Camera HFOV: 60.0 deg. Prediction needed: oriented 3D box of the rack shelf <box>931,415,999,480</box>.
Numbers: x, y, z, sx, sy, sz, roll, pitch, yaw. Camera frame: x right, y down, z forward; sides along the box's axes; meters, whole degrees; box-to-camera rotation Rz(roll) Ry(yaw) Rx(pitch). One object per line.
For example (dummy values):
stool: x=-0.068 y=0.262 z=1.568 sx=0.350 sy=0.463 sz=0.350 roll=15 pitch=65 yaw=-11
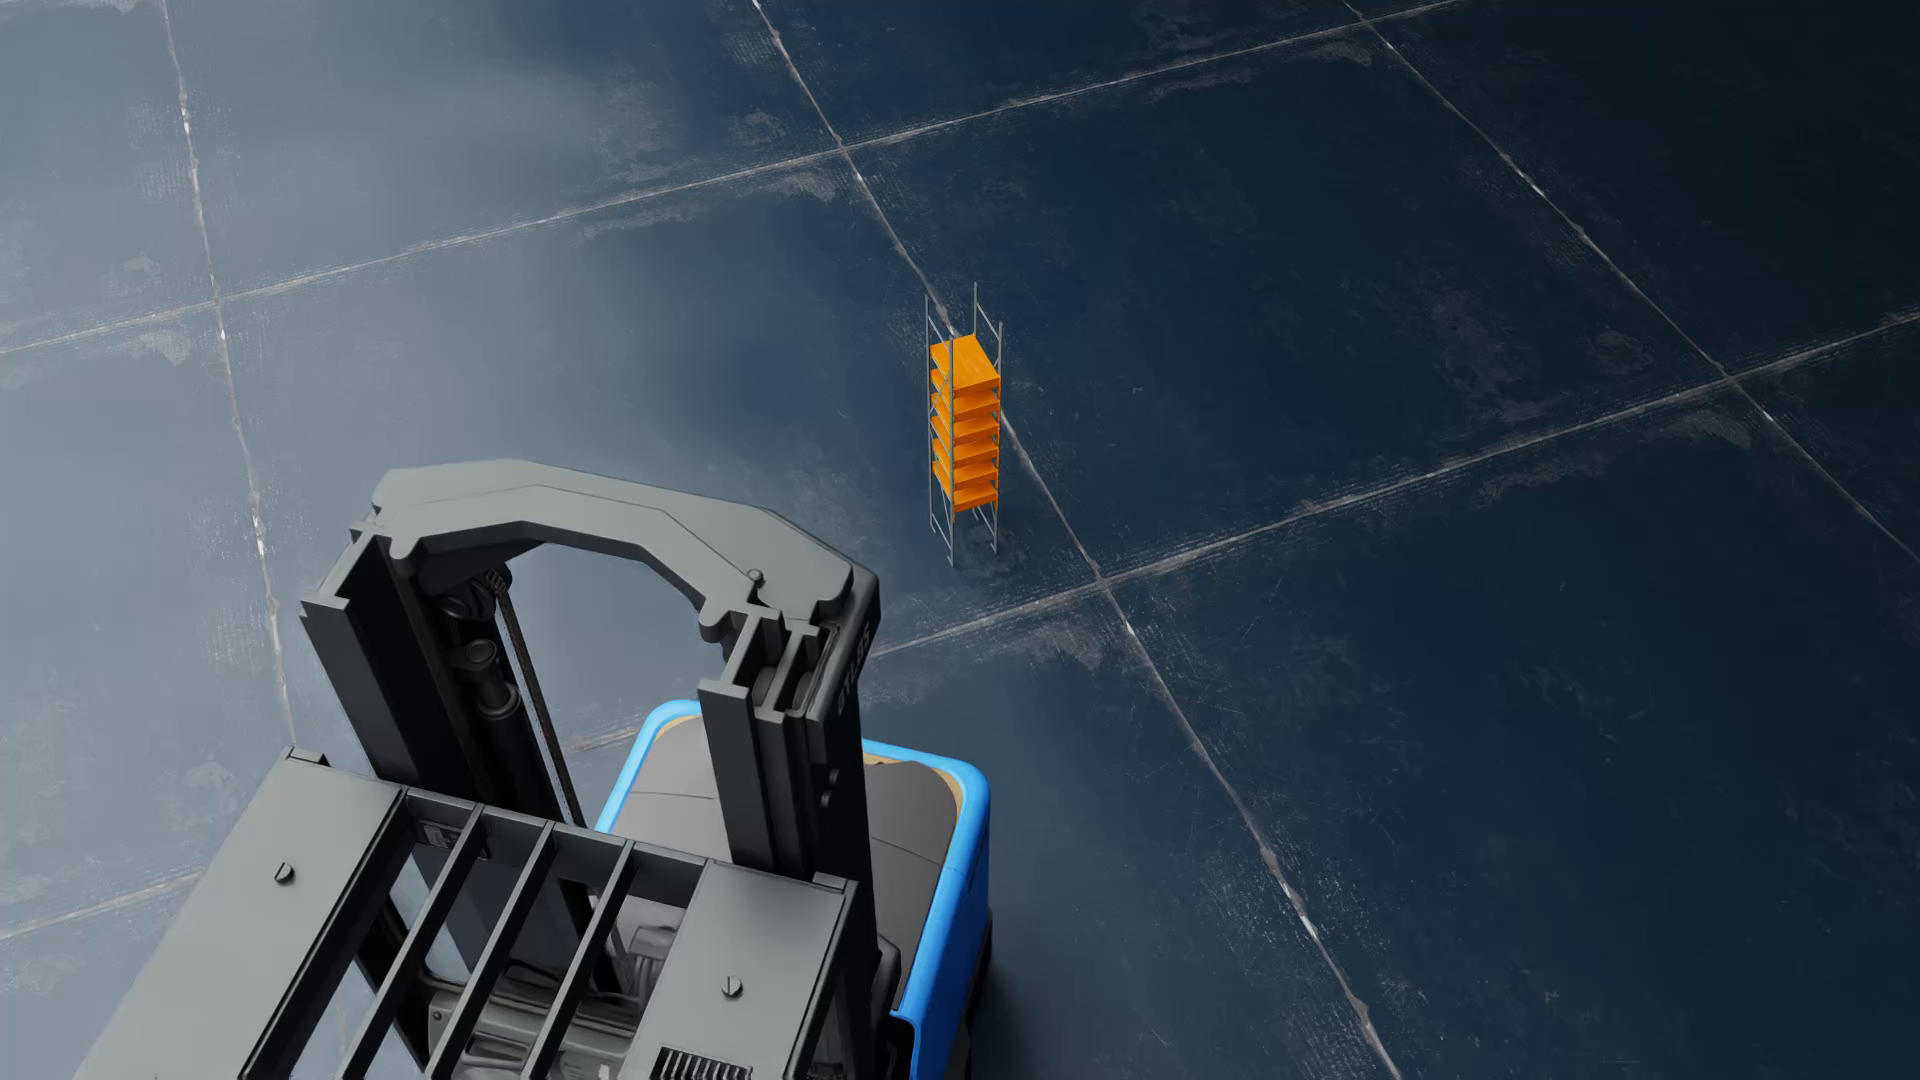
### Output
rack shelf: x=0.013 y=-0.366 z=6.173 sx=0.180 sy=0.103 sz=0.258 roll=-17 pitch=52 yaw=-14

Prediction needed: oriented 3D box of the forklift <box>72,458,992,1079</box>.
forklift: x=-0.772 y=1.366 z=3.486 sx=1.130 sy=2.935 sz=3.031 roll=11 pitch=50 yaw=10

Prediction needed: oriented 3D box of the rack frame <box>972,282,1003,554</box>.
rack frame: x=0.098 y=-0.421 z=6.162 sx=0.006 sy=1.200 sz=0.240 roll=-17 pitch=52 yaw=-14

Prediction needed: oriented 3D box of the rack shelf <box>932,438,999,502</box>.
rack shelf: x=0.013 y=-0.288 z=6.264 sx=0.180 sy=0.103 sz=0.258 roll=-17 pitch=52 yaw=-14

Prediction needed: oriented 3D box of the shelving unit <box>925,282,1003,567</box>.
shelving unit: x=0.013 y=-0.395 z=6.139 sx=0.189 sy=1.200 sz=0.258 roll=-17 pitch=52 yaw=-14

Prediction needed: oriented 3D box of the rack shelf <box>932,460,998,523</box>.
rack shelf: x=0.013 y=-0.210 z=6.355 sx=0.180 sy=0.103 sz=0.258 roll=-17 pitch=52 yaw=-14

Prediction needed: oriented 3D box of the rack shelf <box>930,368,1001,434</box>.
rack shelf: x=0.013 y=-0.522 z=5.991 sx=0.180 sy=0.103 sz=0.258 roll=-17 pitch=52 yaw=-14

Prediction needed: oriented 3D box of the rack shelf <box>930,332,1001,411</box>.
rack shelf: x=0.013 y=-0.601 z=5.900 sx=0.180 sy=0.103 sz=0.258 roll=-17 pitch=52 yaw=-14

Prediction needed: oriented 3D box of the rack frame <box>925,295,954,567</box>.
rack frame: x=-0.071 y=-0.369 z=6.117 sx=0.006 sy=1.200 sz=0.240 roll=-17 pitch=52 yaw=-14

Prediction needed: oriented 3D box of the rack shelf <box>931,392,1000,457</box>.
rack shelf: x=0.013 y=-0.444 z=6.082 sx=0.180 sy=0.103 sz=0.258 roll=-17 pitch=52 yaw=-14
